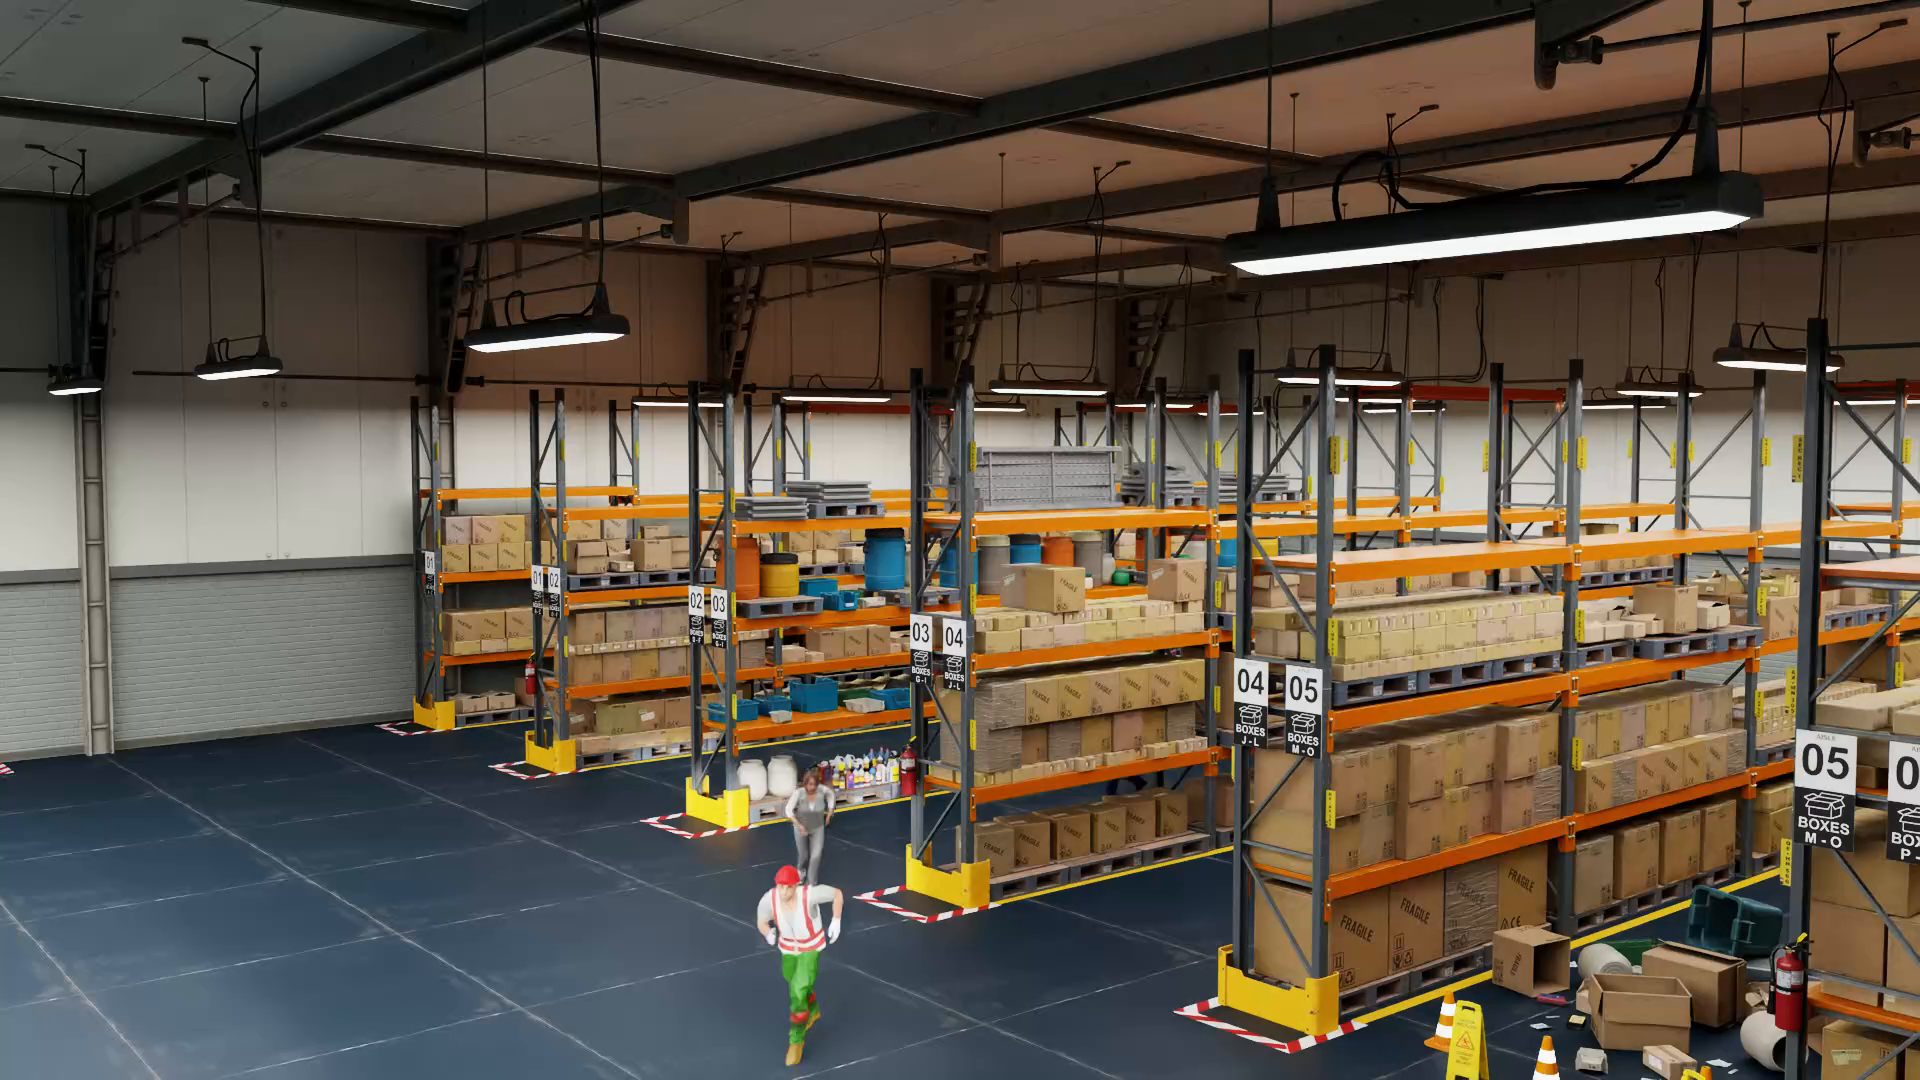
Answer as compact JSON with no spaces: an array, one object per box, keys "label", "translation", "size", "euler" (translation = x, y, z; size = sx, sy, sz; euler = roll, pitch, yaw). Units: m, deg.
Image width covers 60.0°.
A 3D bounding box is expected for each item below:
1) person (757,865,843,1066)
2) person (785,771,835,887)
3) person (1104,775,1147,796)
[{"label":"person","translation":[-1.333,3.520,14.079],"size":[0.707,1.722,1.028],"euler":[1,3,11]},{"label":"person","translation":[-1.715,3.371,18.790],"size":[0.574,1.431,0.918],"euler":[-1,4,-16]},{"label":"person","translation":[2.318,3.011,23.620],"size":[0.973,1.613,0.609],"euler":[-3,4,-41]}]
